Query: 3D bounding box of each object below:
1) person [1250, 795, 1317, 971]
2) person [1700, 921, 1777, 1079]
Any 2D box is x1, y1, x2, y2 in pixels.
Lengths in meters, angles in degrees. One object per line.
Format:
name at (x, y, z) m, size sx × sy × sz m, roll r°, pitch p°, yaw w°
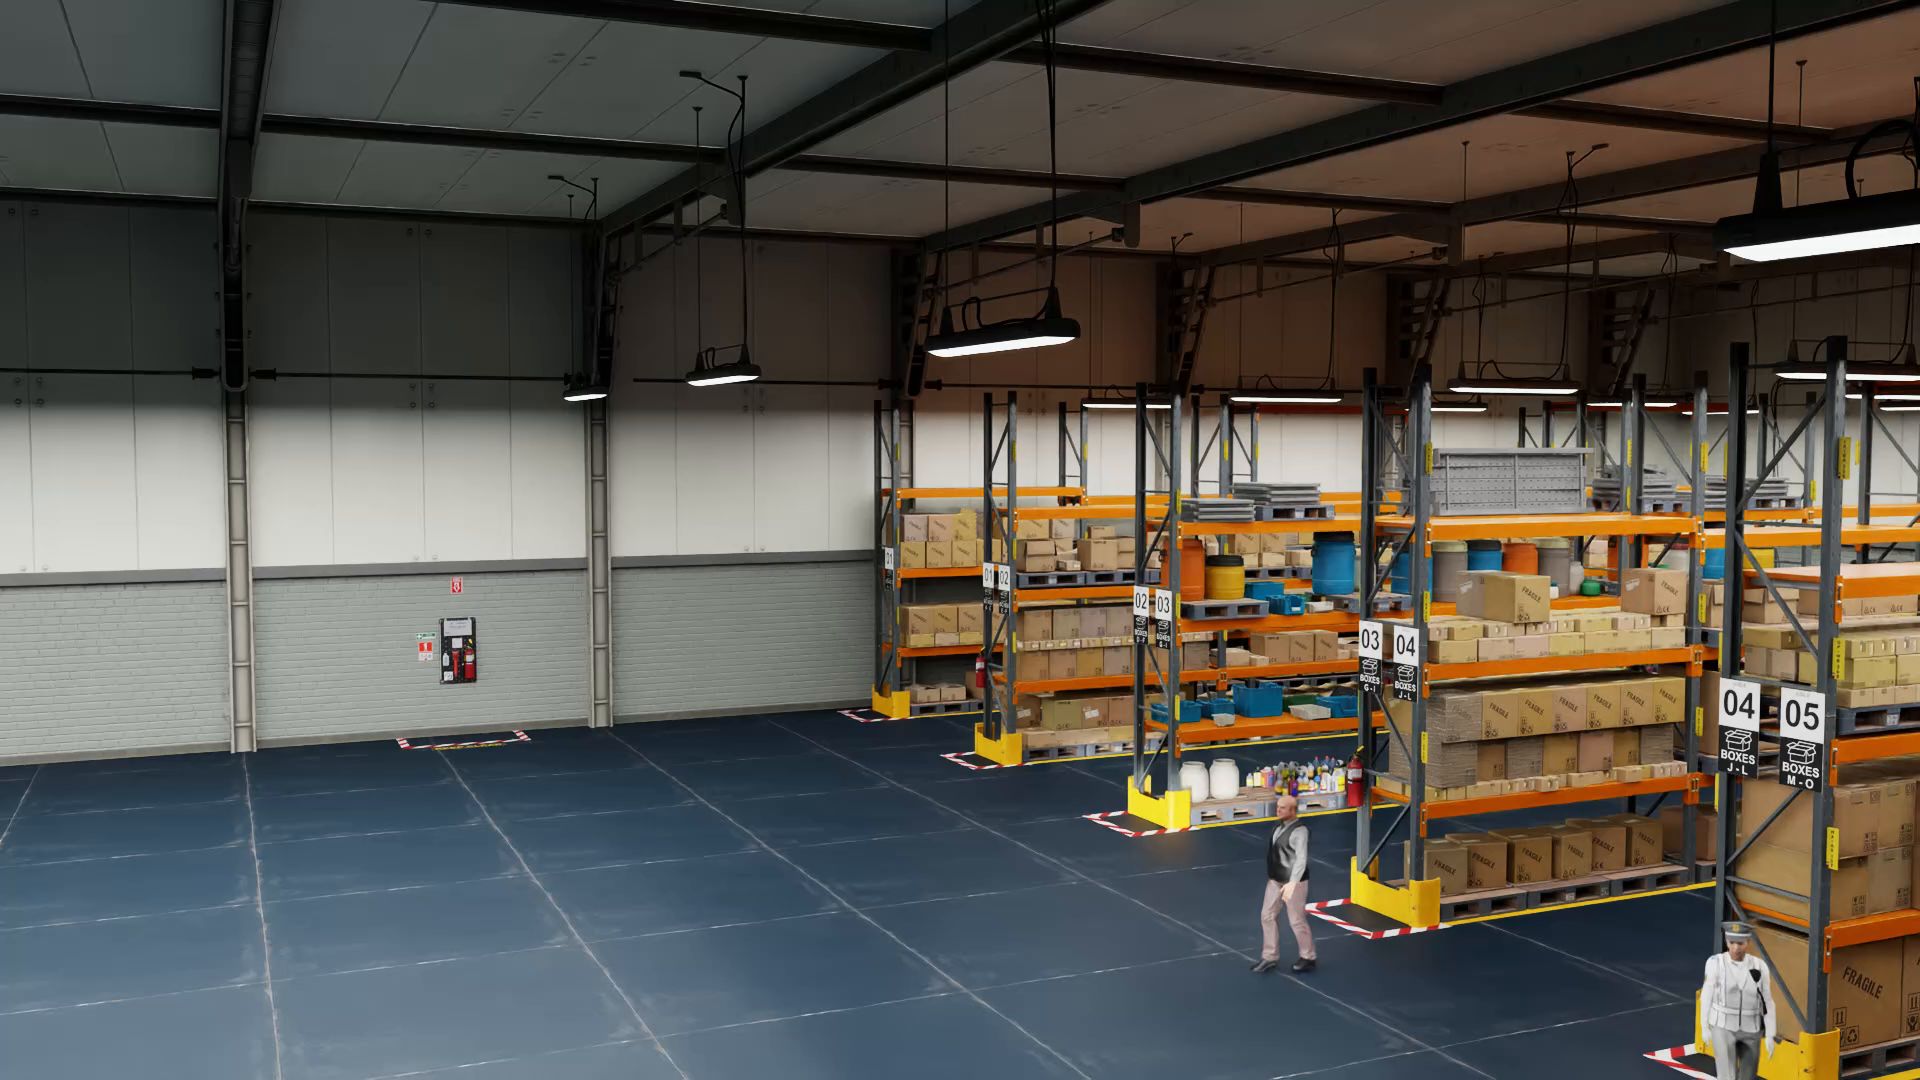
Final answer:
person at (3.187, 3.368, 16.281) m, size 0.650 × 1.750 × 0.589 m, roll -1°, pitch 4°, yaw -23°
person at (5.755, 3.618, 12.292) m, size 0.495 × 1.636 × 0.948 m, roll 1°, pitch 3°, yaw 12°
